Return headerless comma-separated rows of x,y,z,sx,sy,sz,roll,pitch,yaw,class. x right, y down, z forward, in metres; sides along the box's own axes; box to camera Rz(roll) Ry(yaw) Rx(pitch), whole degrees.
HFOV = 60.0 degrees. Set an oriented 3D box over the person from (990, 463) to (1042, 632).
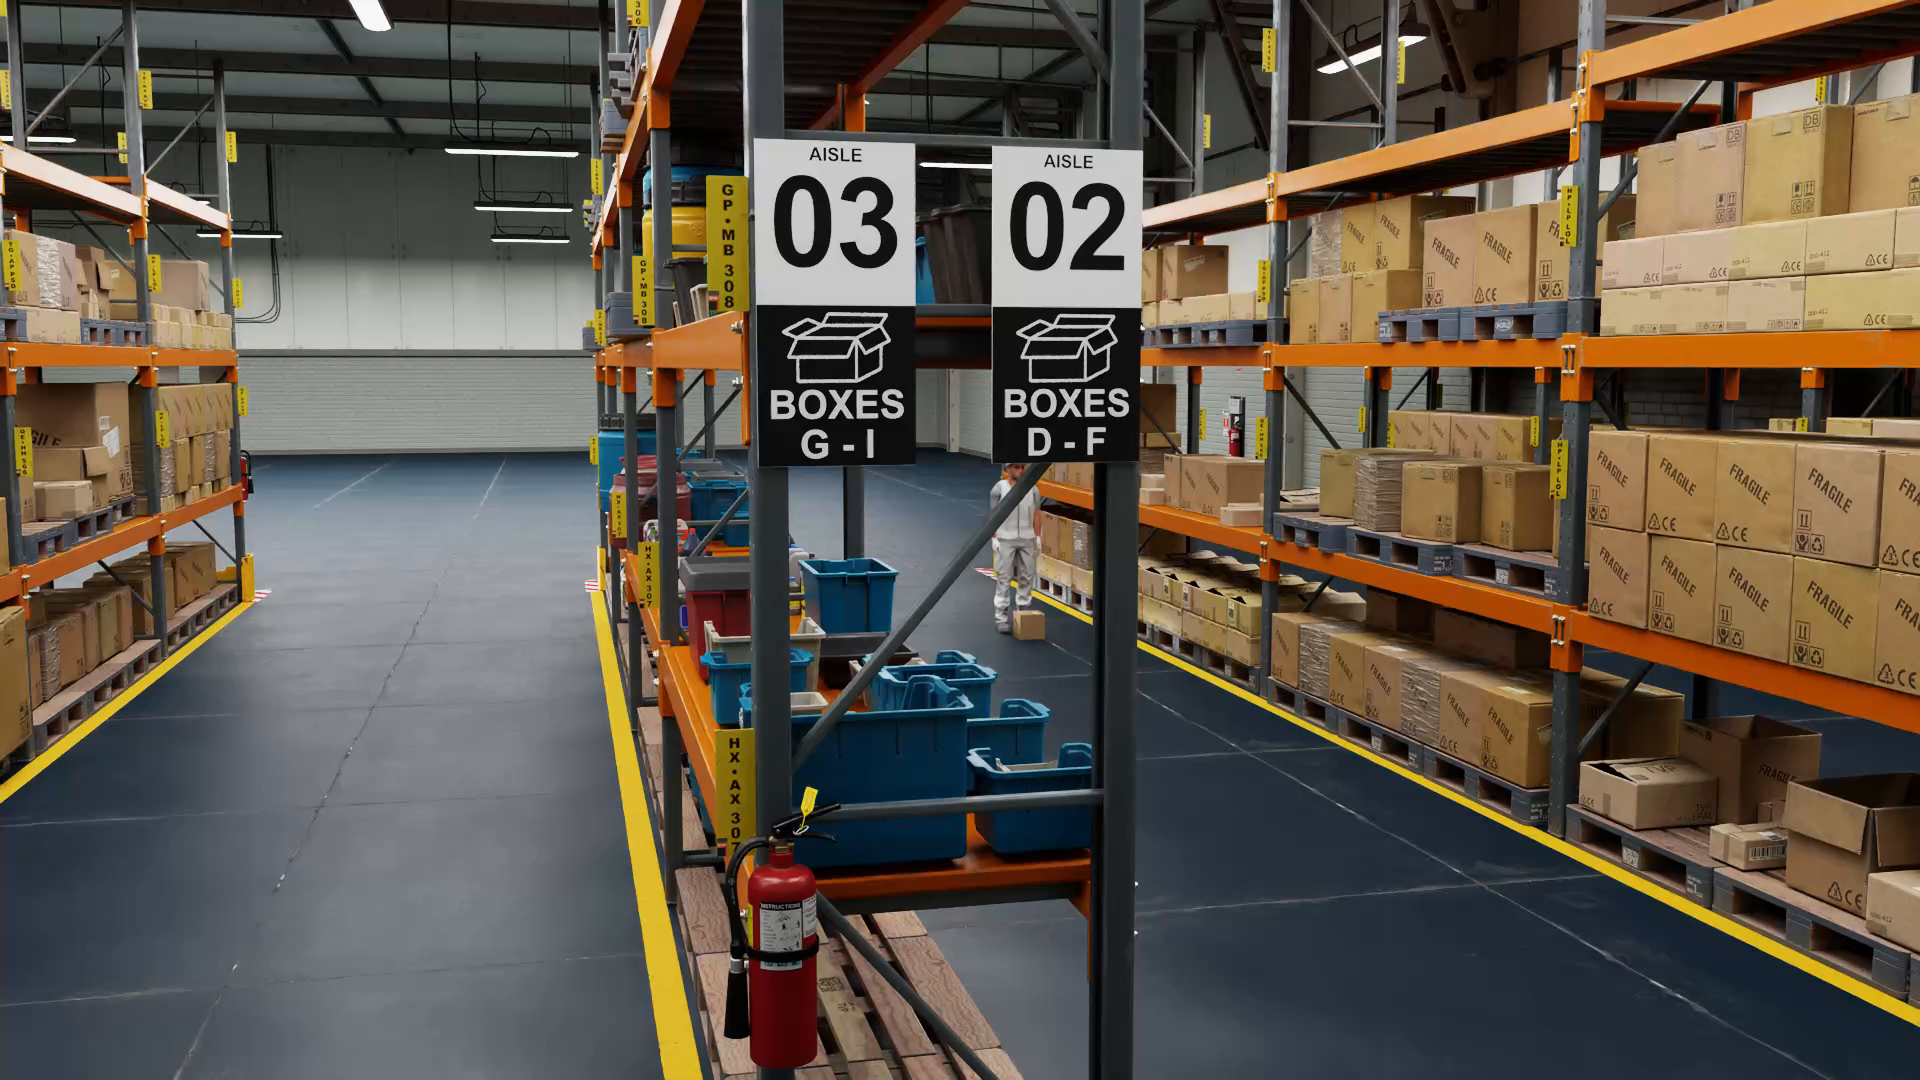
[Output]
0.564,0.019,16.592,0.524,1.787,0.353,-1,6,-13,person
